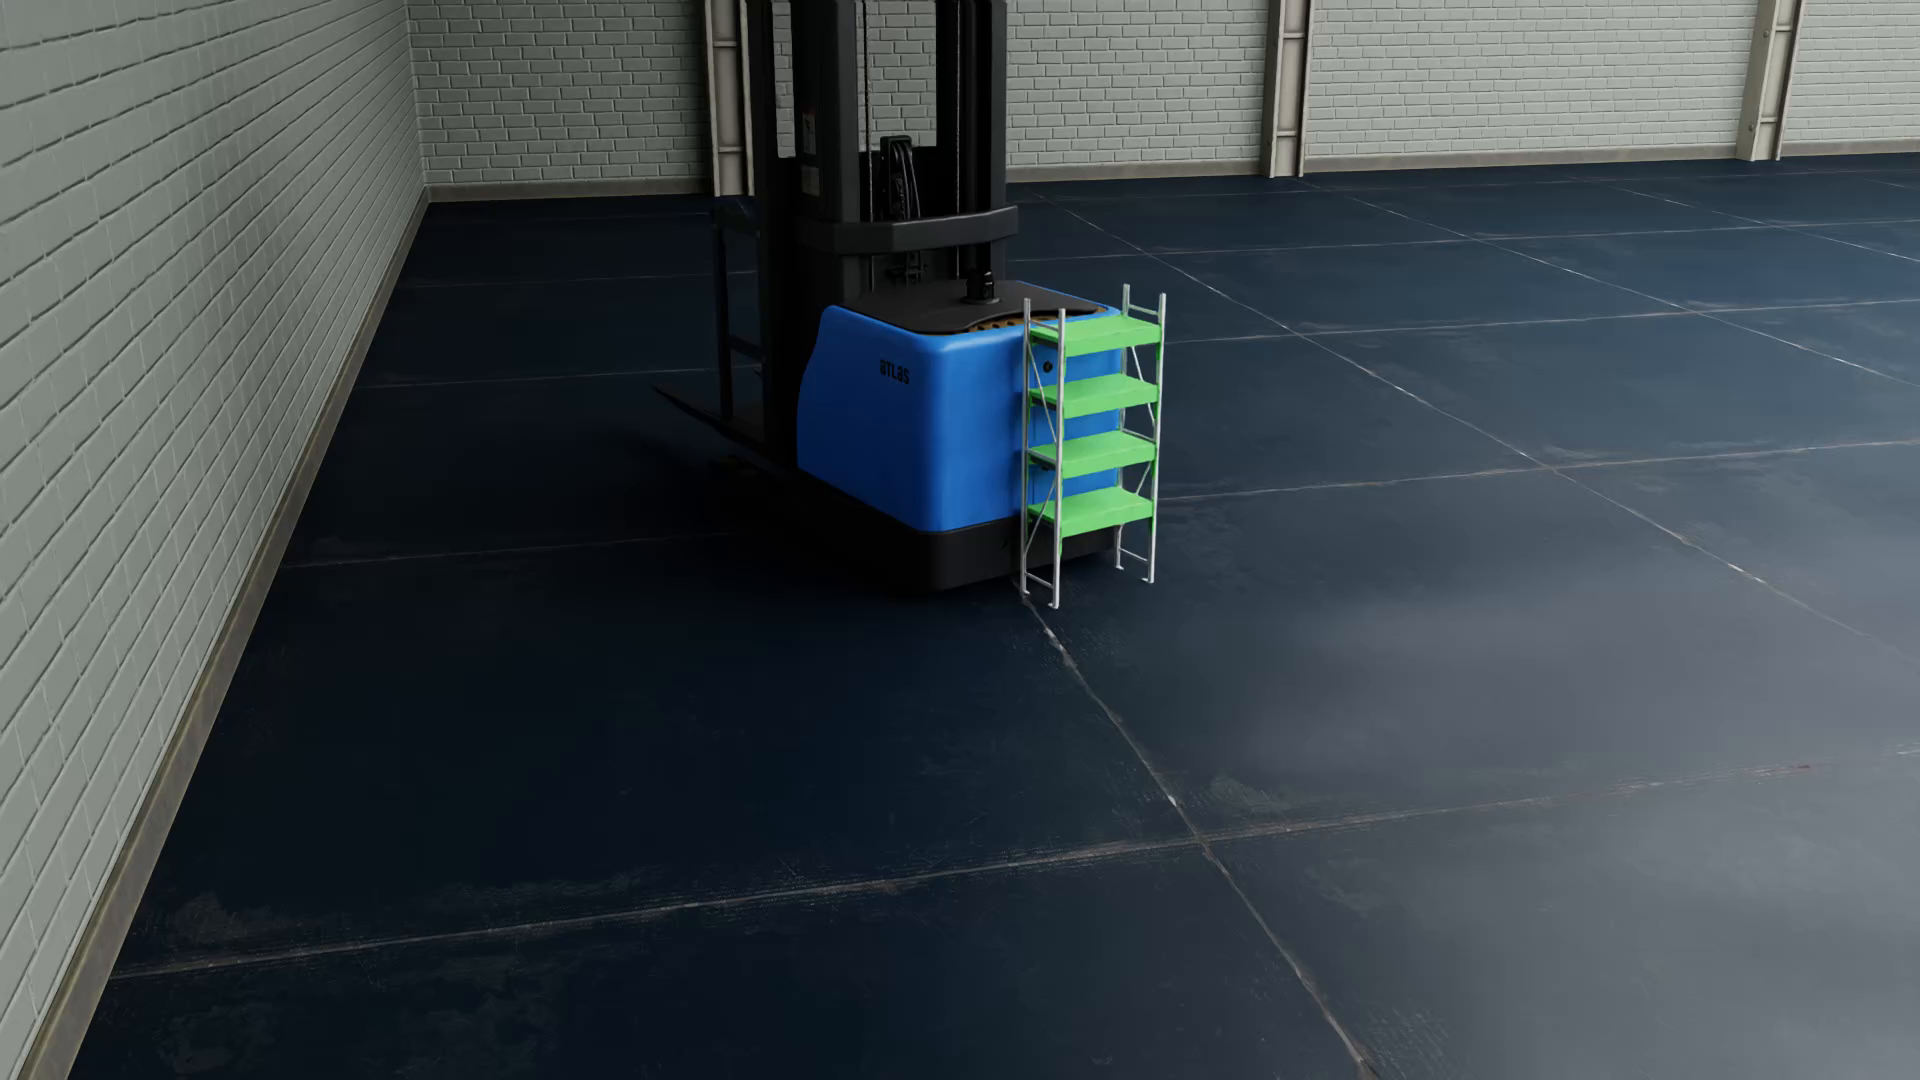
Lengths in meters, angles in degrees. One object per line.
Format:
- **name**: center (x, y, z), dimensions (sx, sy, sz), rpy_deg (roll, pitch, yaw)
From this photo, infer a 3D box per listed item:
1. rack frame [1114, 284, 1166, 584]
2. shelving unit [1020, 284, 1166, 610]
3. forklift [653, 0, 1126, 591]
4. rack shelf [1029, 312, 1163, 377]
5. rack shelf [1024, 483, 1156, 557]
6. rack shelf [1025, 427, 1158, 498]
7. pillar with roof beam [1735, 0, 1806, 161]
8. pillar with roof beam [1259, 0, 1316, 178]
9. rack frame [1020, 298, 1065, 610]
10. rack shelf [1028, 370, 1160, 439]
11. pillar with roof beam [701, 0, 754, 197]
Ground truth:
- **rack frame**: center (0.721, -0.418, 6.711), dimensions (0.015, 1.200, 0.240), rpy_deg (-13, 24, -32)
- **shelving unit**: center (0.519, -0.371, 6.582), dimensions (0.503, 1.200, 0.258), rpy_deg (-13, 24, -32)
- **forklift**: center (-0.535, -1.628, 7.497), dimensions (1.130, 2.935, 3.031), rpy_deg (-13, 24, -31)
- **rack shelf**: center (0.519, -0.761, 6.439), dimensions (0.480, 0.148, 0.258), rpy_deg (-13, 24, -32)
- **rack shelf**: center (0.519, -0.085, 6.687), dimensions (0.480, 0.148, 0.258), rpy_deg (-13, 24, -32)
- **rack shelf**: center (0.519, -0.311, 6.604), dimensions (0.480, 0.148, 0.258), rpy_deg (-13, 24, -32)
- **pillar with roof beam**: center (10.348, -7.261, 14.055), dimensions (0.400, 9.000, 9.100), rpy_deg (-5, 21, -12)
- **pillar with roof beam**: center (4.509, -6.786, 12.758), dimensions (0.400, 9.000, 9.100), rpy_deg (-5, 21, -12)
- **rack frame**: center (0.317, -0.324, 6.454), dimensions (0.015, 1.200, 0.240), rpy_deg (-13, 24, -32)
- **rack shelf**: center (0.519, -0.536, 6.522), dimensions (0.480, 0.148, 0.258), rpy_deg (-13, 24, -32)
- **pillar with roof beam**: center (-1.330, -6.312, 11.462), dimensions (0.400, 9.000, 9.100), rpy_deg (-5, 21, -12)
